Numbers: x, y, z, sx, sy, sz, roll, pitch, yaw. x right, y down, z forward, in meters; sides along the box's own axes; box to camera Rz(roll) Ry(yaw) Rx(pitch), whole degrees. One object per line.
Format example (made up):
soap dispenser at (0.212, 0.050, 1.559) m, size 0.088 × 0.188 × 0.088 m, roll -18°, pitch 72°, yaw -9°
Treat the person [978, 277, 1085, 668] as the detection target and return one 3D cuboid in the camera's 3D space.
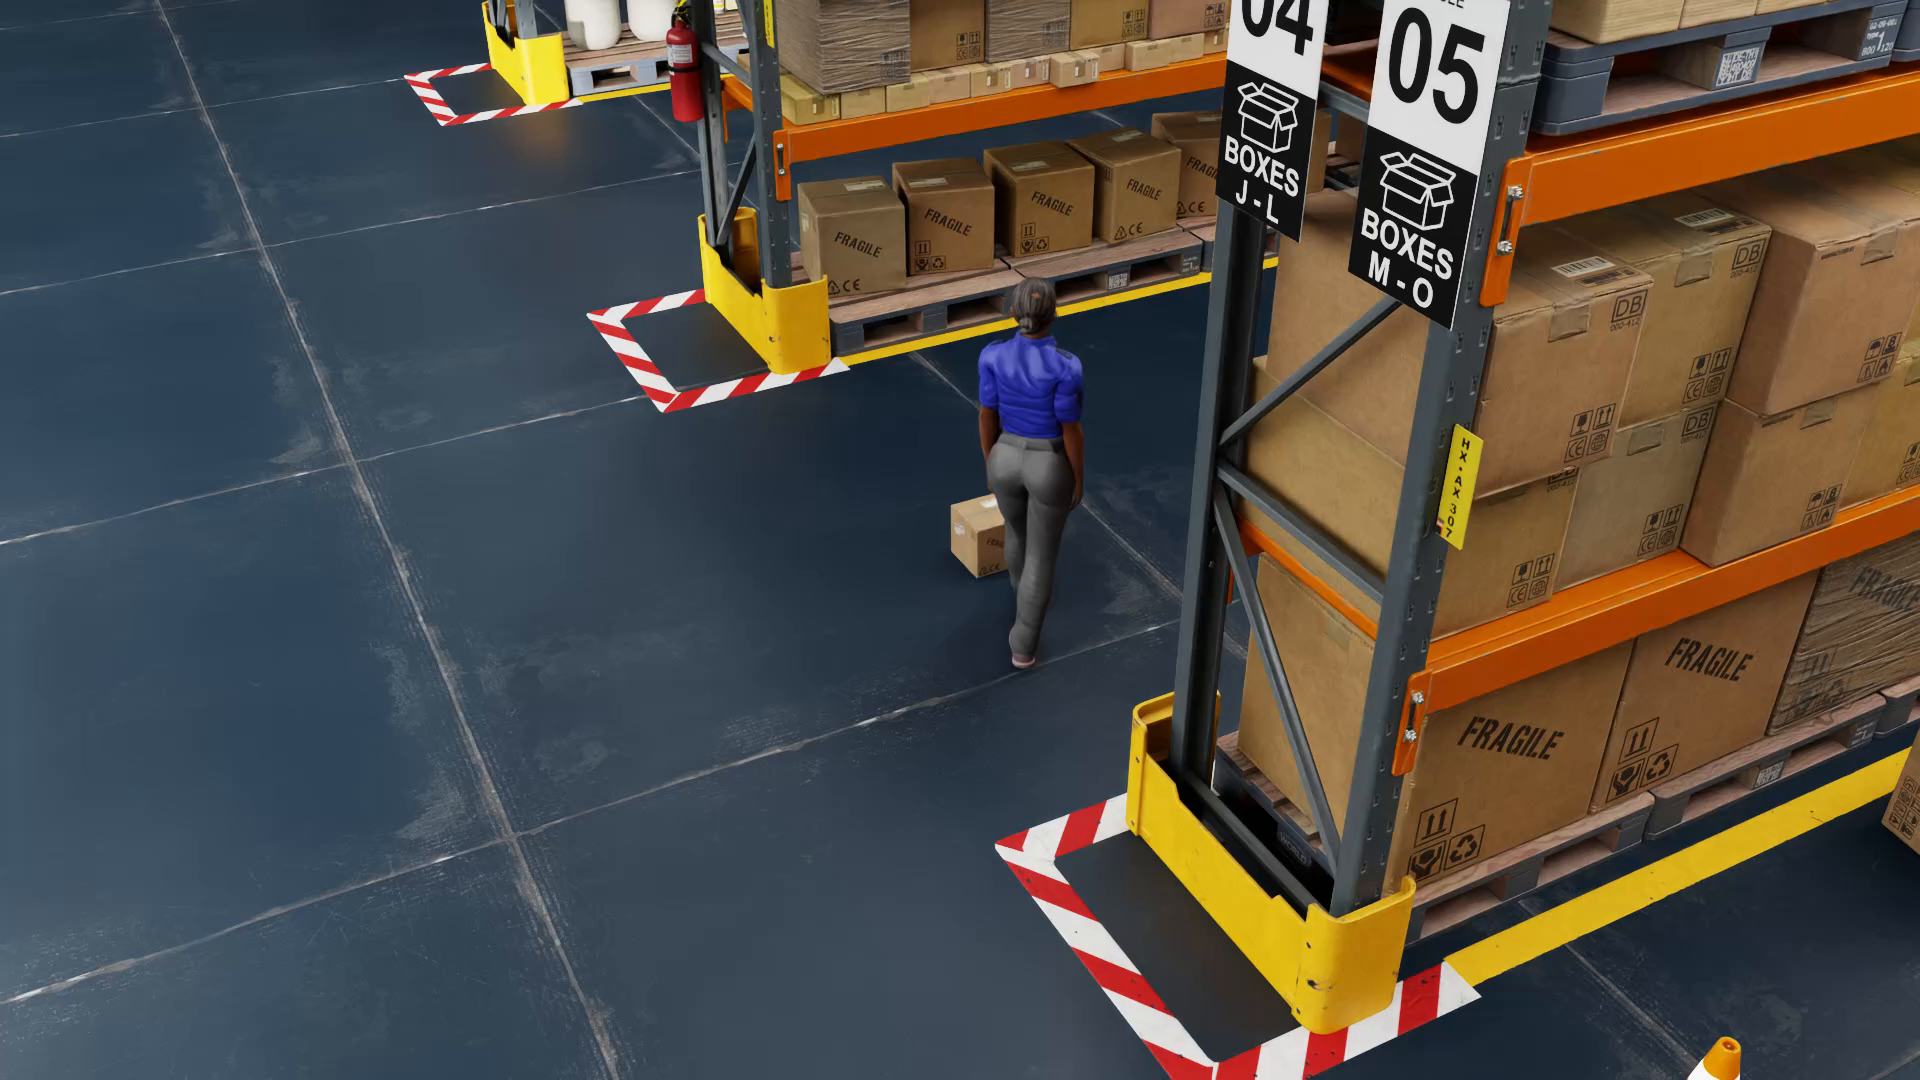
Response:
person at (0.325, -0.323, 6.639) m, size 0.423 × 1.631 × 0.682 m, roll 13°, pitch 36°, yaw 20°
